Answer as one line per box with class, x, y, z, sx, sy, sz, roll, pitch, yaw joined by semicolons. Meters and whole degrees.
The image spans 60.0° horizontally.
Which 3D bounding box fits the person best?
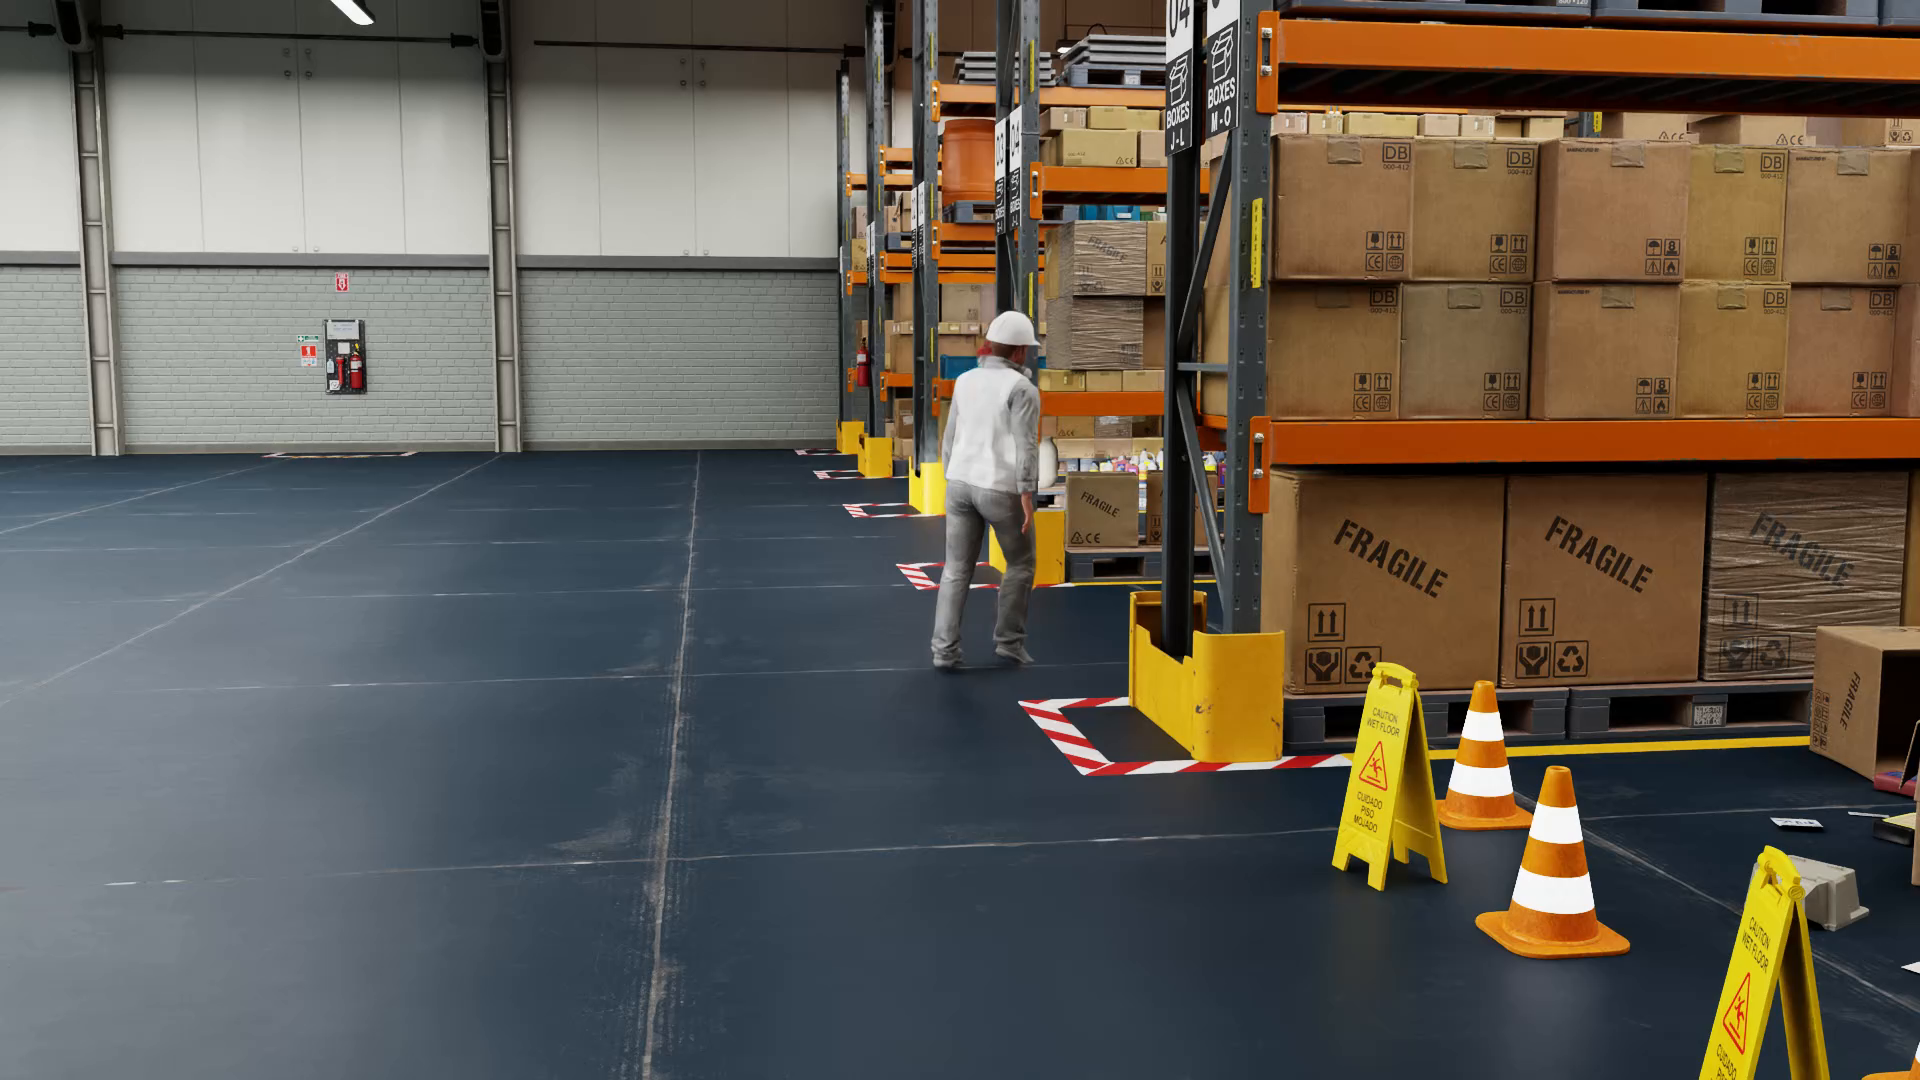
person;0.155;-0.212;8.225;0.614;1.821;0.677;4;7;30
